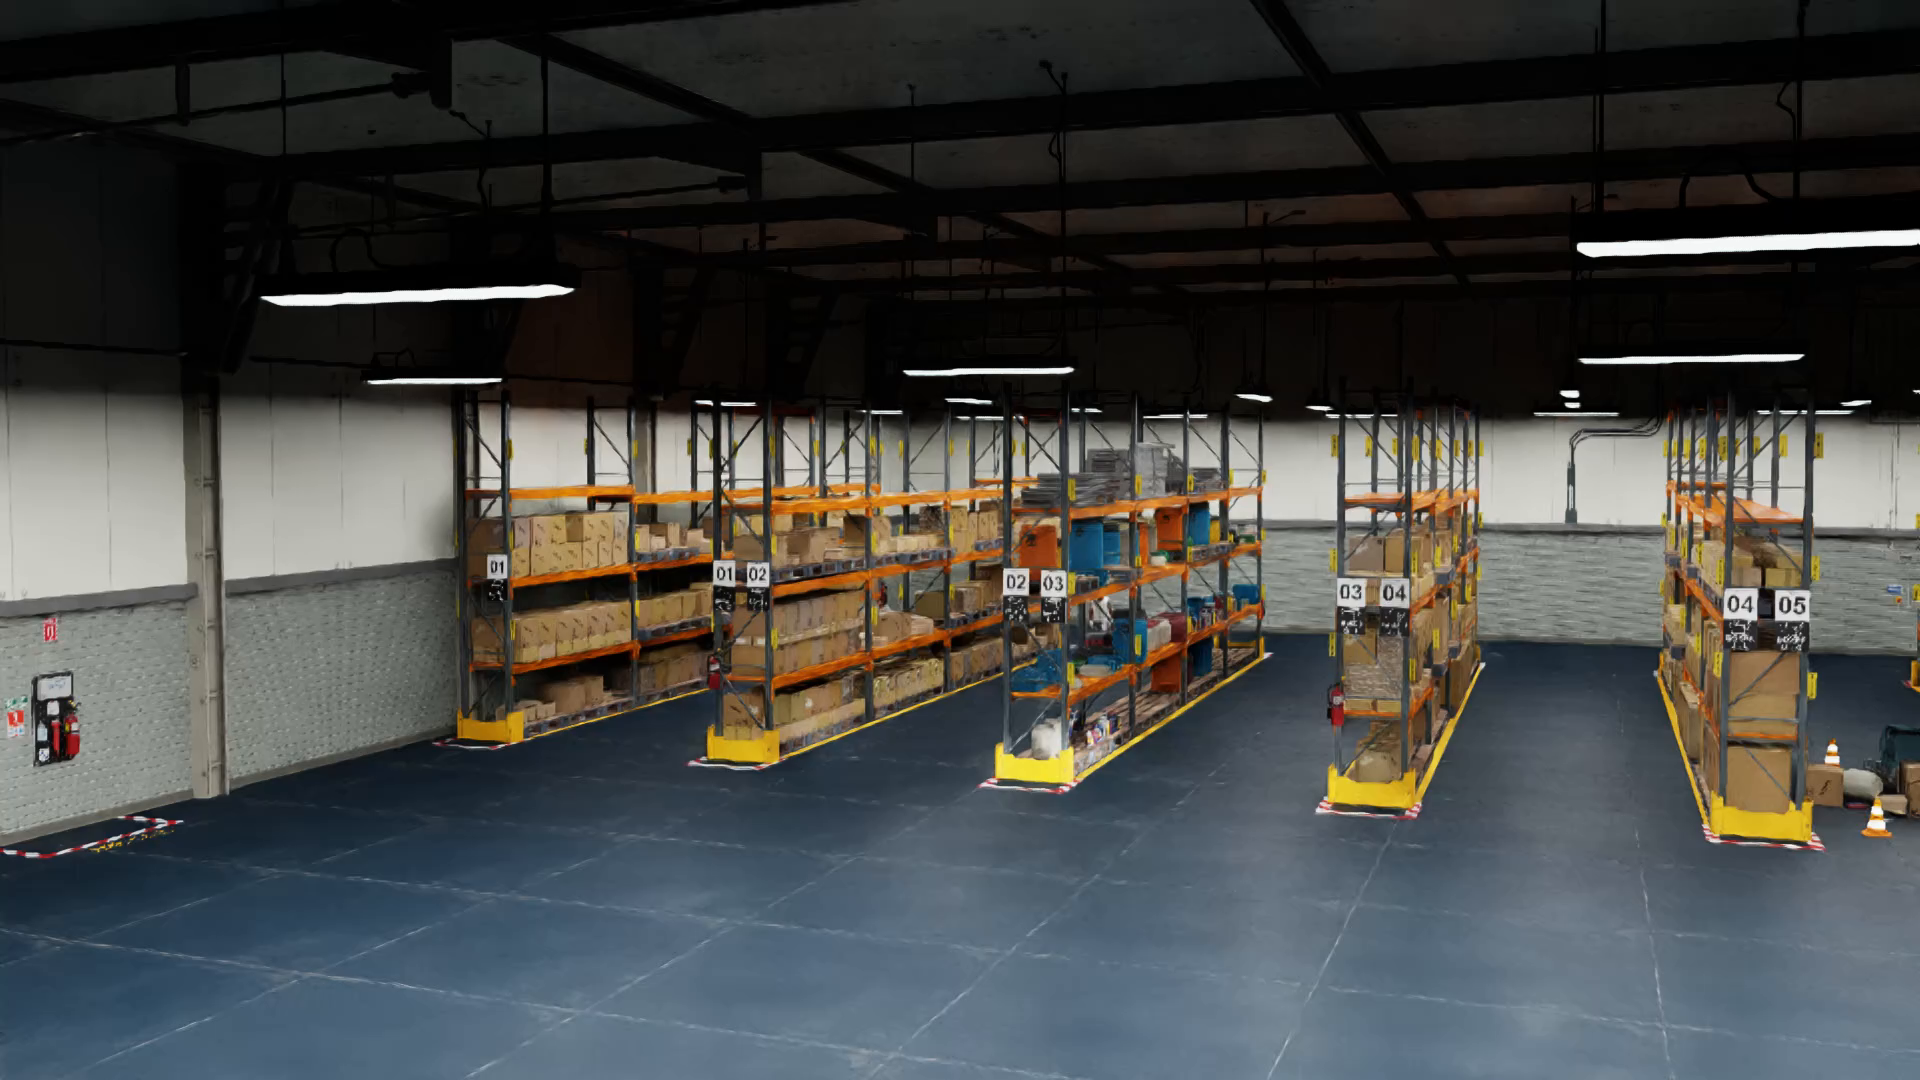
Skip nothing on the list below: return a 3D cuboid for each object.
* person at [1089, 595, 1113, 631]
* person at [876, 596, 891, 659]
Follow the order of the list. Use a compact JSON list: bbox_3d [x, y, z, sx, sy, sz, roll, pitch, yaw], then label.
[{"bbox_3d":[3.381,1.926,40.144,0.566,1.706,1.122,1,3,23],"label":"person"},{"bbox_3d":[-1.825,2.093,39.288,0.566,1.506,0.519,1,3,17],"label":"person"}]
